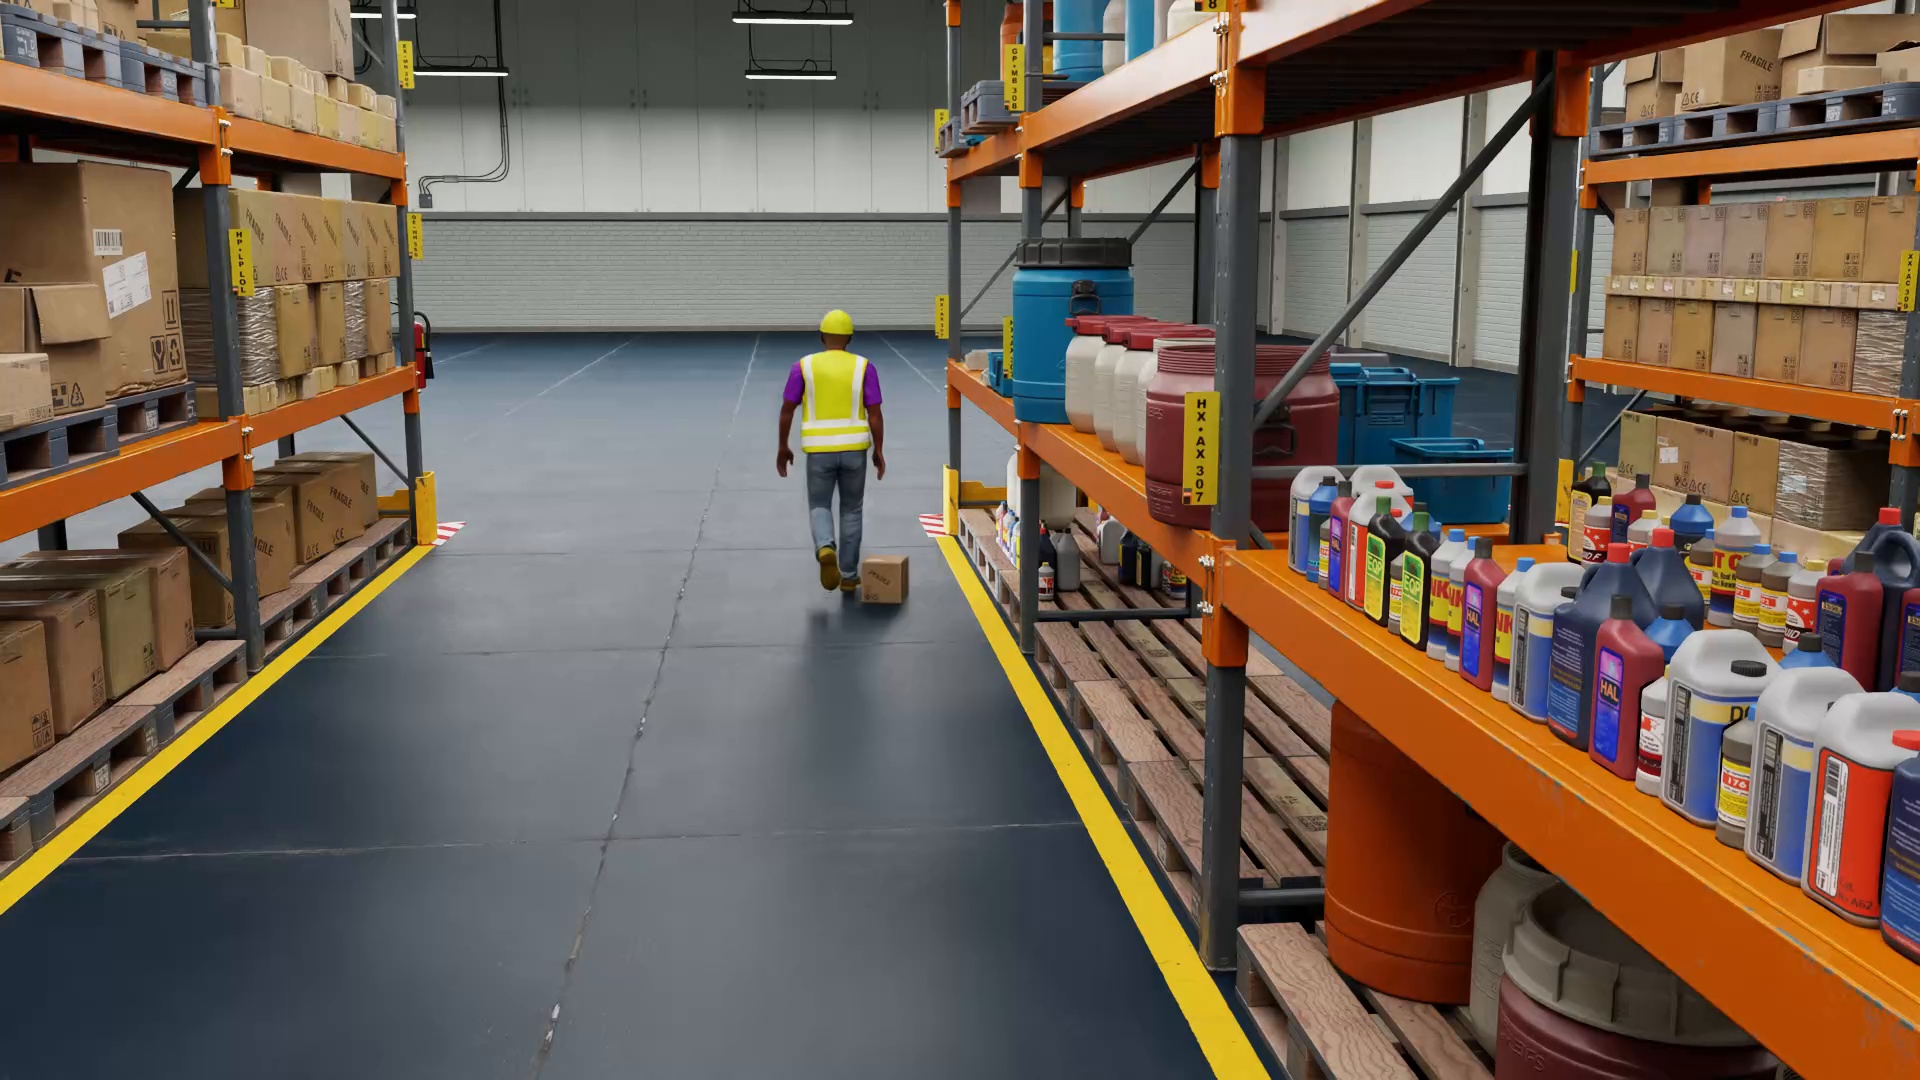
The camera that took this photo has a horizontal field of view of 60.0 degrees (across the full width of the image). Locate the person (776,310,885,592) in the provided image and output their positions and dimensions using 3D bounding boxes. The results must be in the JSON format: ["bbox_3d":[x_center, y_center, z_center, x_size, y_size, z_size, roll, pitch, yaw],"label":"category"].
[{"bbox_3d":[-0.799,-0.533,10.274,0.673,1.757,0.644,-1,10,-4],"label":"person"}]
